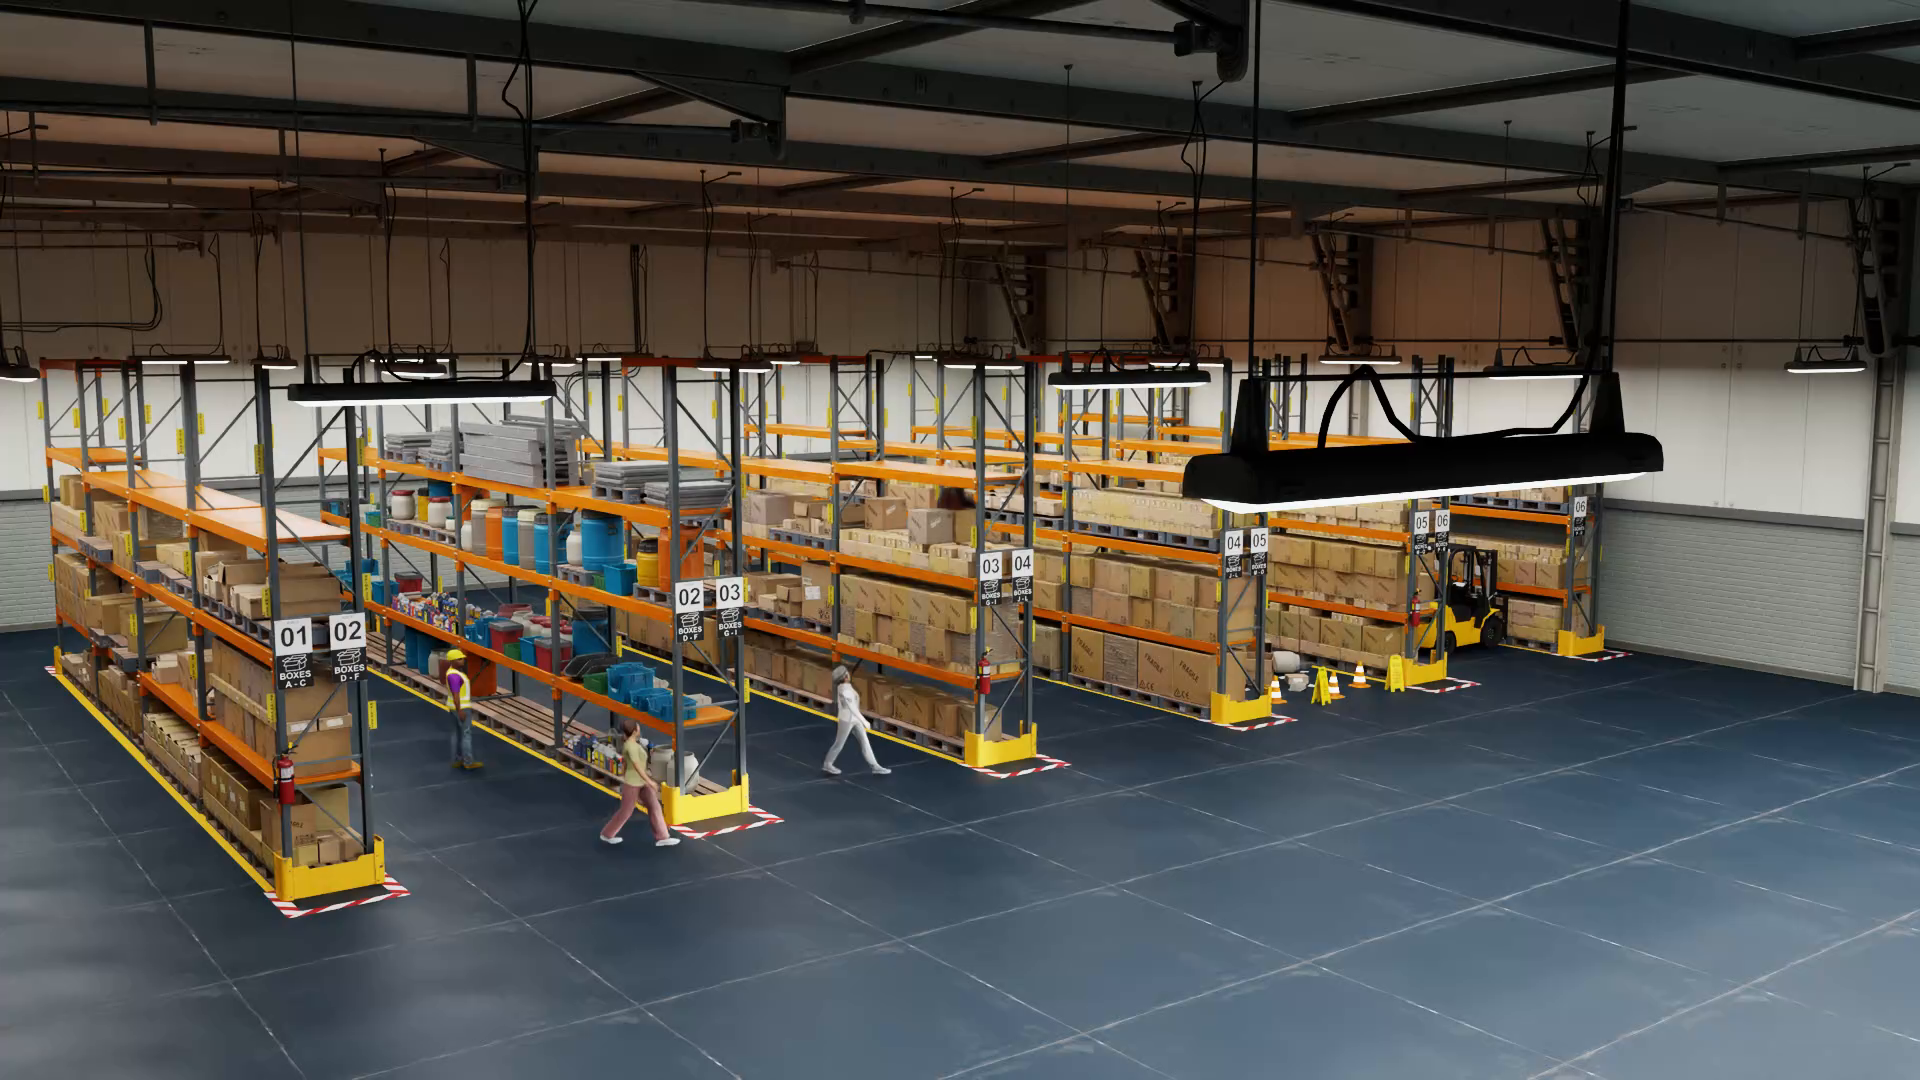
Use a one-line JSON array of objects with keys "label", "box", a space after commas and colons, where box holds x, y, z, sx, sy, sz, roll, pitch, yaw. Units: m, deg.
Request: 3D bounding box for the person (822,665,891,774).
[{"label": "person", "box": [-1.541, 2.612, 24.083, 1.023, 1.626, 0.463, 3, 7, 23]}]

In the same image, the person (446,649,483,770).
[{"label": "person", "box": [-7.399, 2.495, 24.700, 0.488, 1.765, 0.592, -5, 8, -34]}]

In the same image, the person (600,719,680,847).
[{"label": "person", "box": [-4.024, 3.039, 20.760, 1.005, 1.625, 0.414, 2, 7, 14]}]
